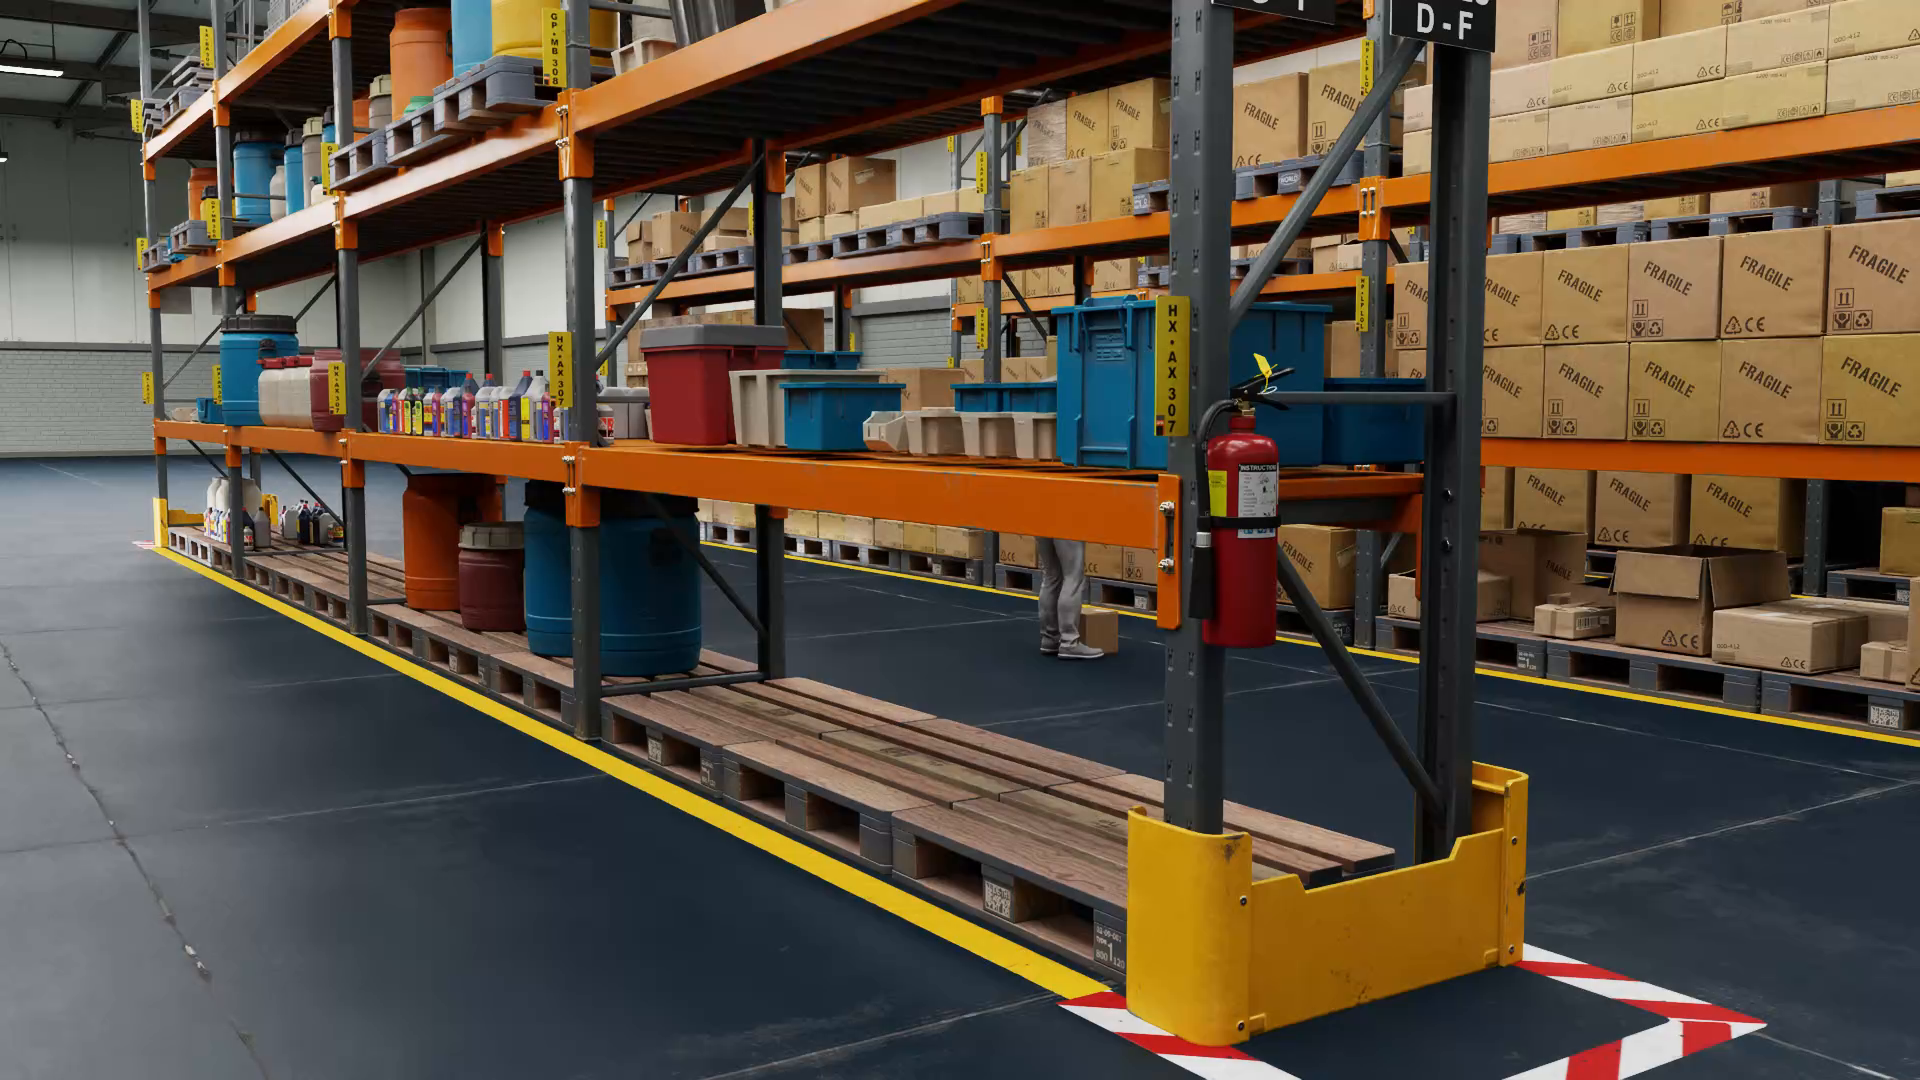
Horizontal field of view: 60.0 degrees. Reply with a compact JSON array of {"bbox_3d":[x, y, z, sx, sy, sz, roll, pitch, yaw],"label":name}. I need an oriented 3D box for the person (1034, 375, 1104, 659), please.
[{"bbox_3d":[0.592,-0.147,9.810,0.406,1.664,0.540,-3,6,-36],"label":"person"}]
